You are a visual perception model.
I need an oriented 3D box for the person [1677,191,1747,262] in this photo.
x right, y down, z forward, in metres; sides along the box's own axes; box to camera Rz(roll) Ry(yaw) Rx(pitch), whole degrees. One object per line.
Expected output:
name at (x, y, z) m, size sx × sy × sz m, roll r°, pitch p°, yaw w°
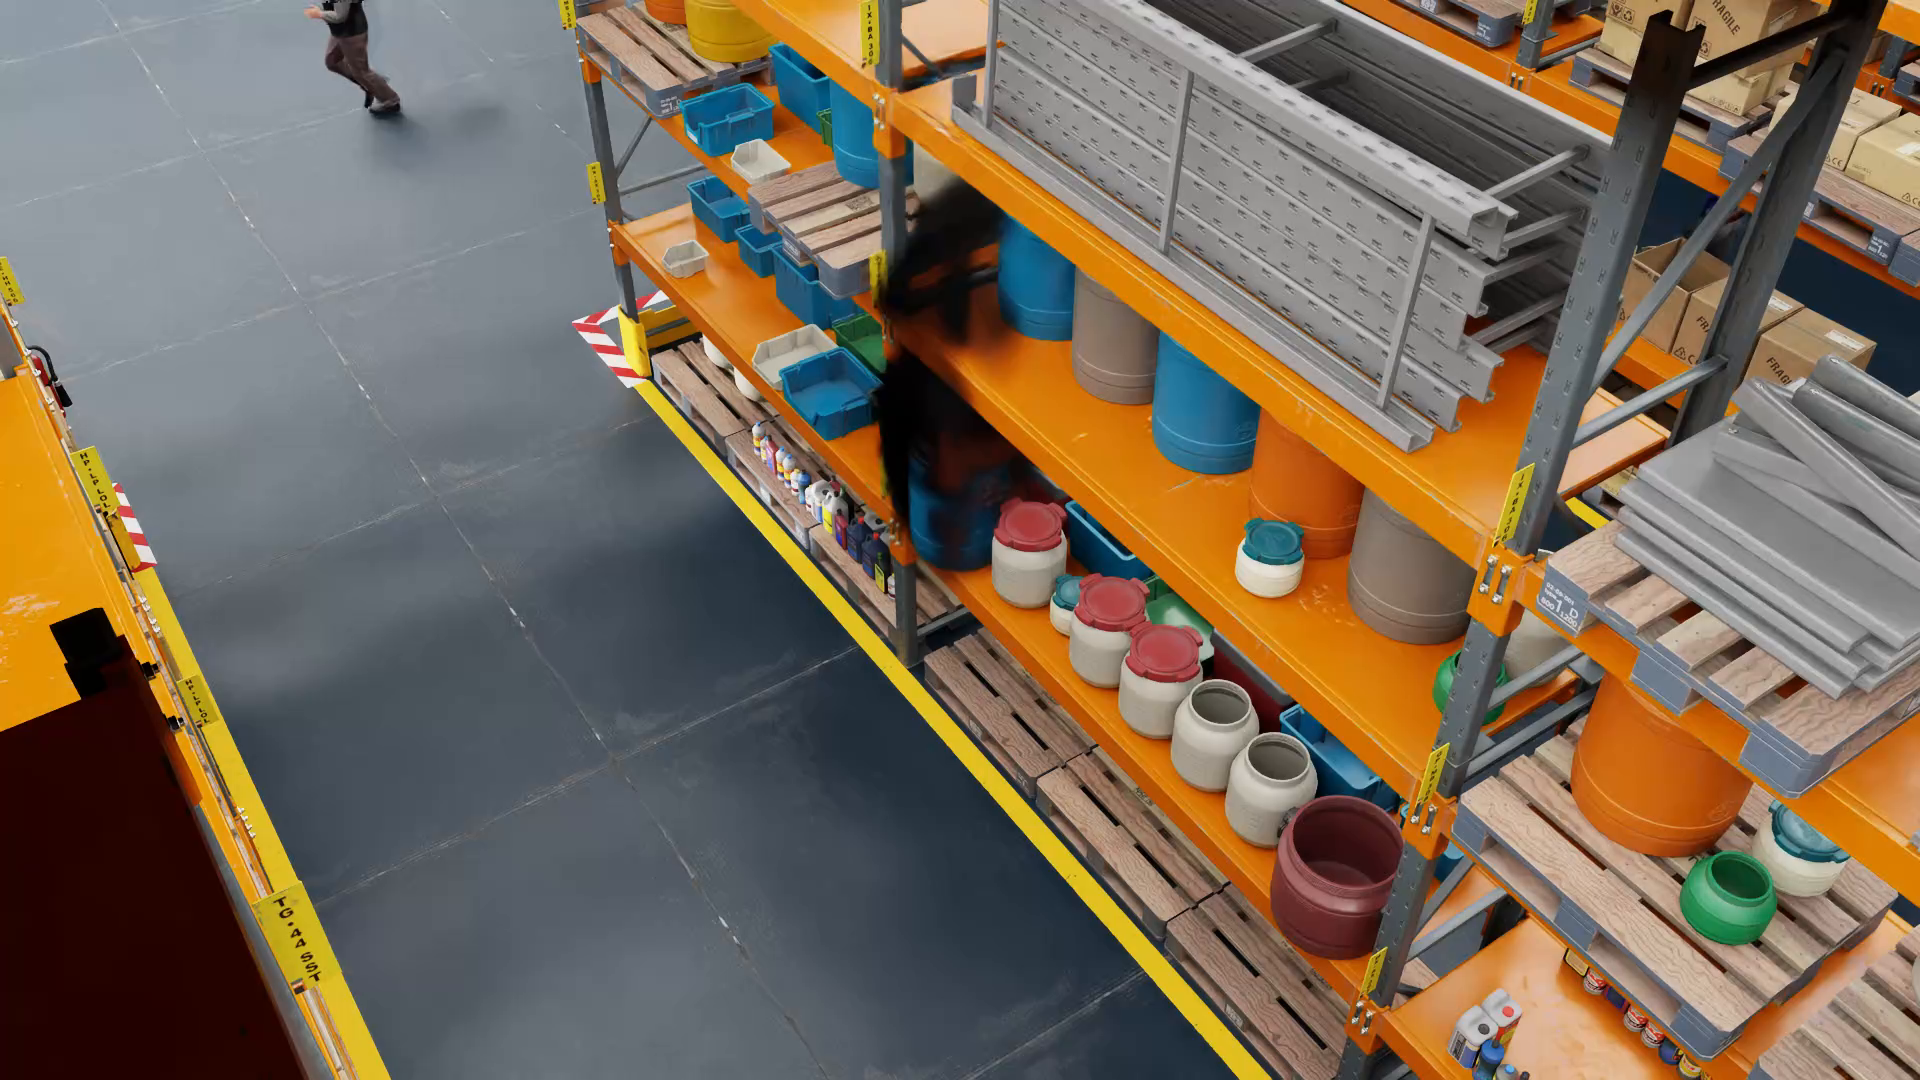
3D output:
person at (6.003, -2.466, 13.227) m, size 0.556 × 1.715 × 0.714 m, roll -34°, pitch 52°, yaw -31°

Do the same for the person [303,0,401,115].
person at (-5.800, -4.810, 15.719) m, size 0.663 × 1.692 × 0.634 m, roll -12°, pitch 44°, yaw -13°
